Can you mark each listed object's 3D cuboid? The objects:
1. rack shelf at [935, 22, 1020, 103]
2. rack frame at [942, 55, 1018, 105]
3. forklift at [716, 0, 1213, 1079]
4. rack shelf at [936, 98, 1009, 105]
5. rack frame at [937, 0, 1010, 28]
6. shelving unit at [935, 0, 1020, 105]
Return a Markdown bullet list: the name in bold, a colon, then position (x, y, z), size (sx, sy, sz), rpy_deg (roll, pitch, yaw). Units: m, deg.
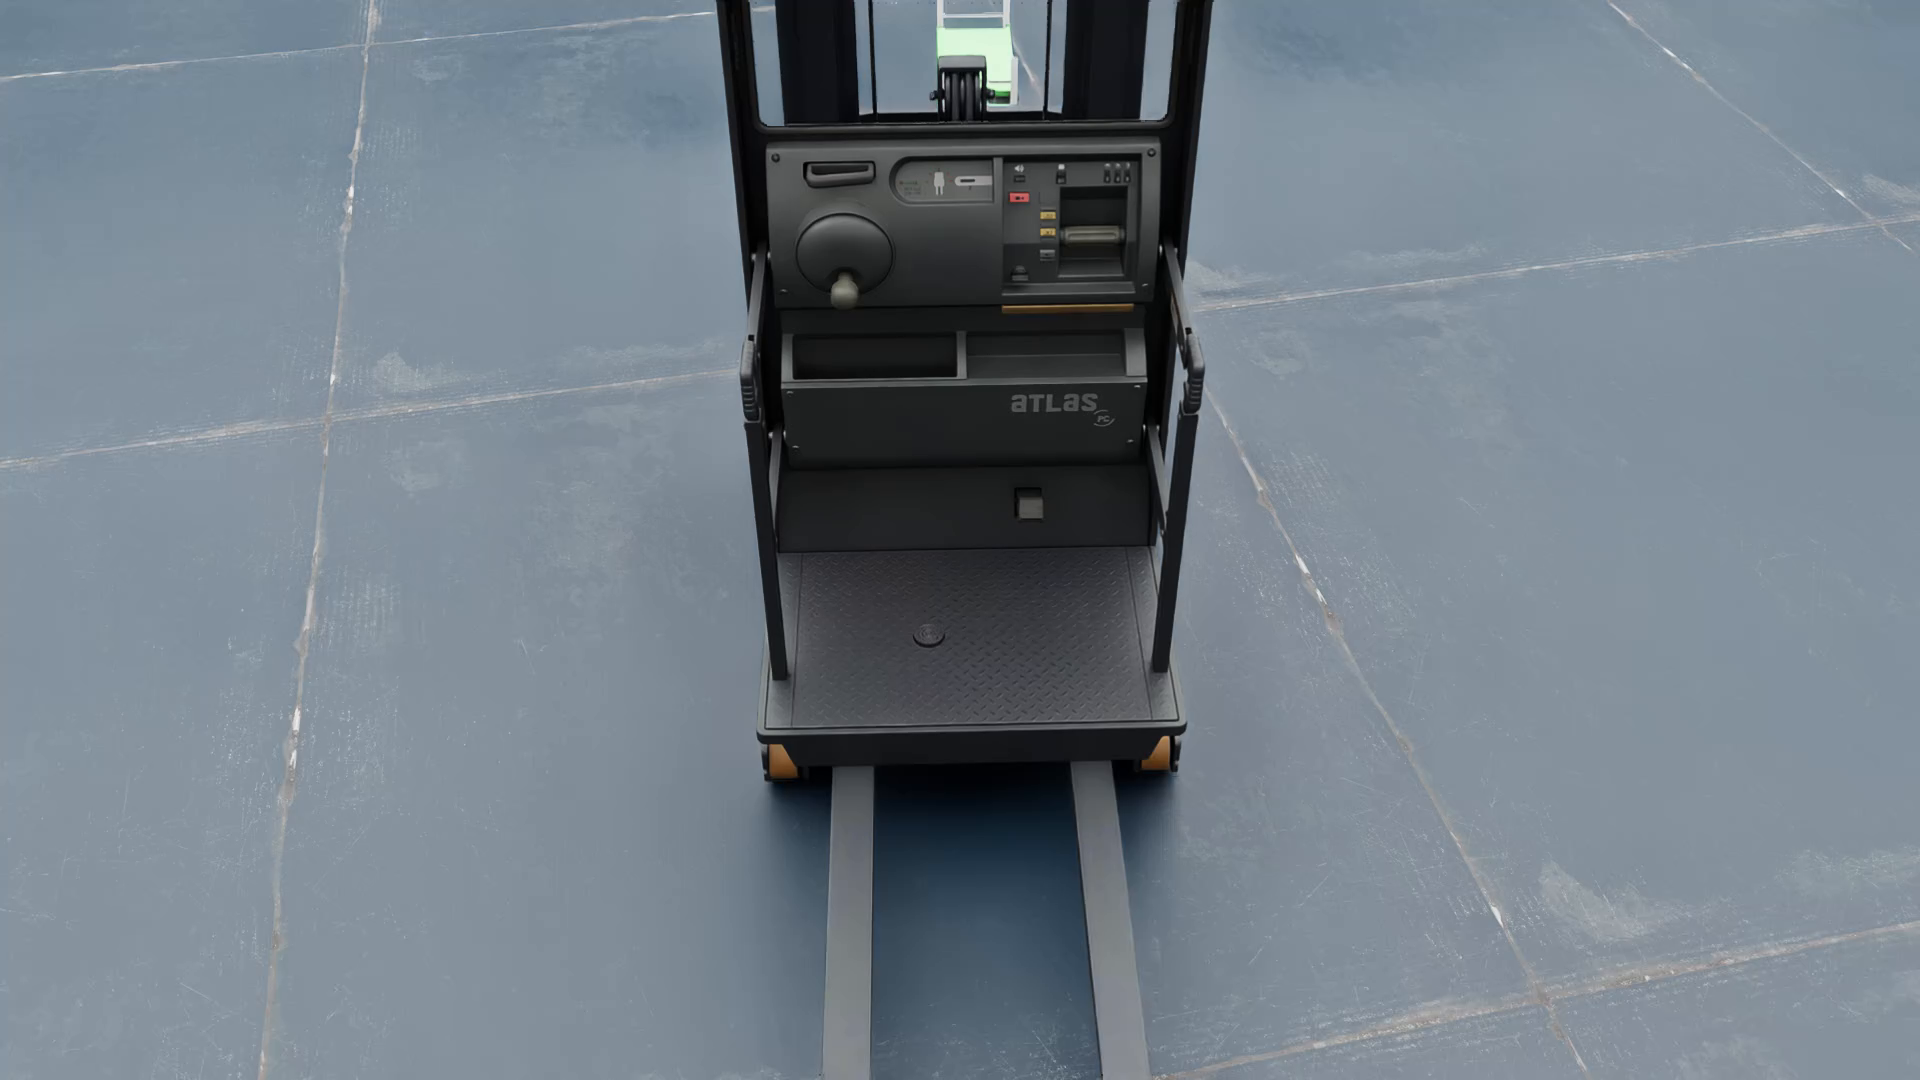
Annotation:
- **rack shelf**: position (0.051, -1.513, 5.424), size (0.258, 0.148, 0.480), rpy_deg (-1, 42, -1)
- **rack frame**: position (0.058, -1.040, 5.518), size (0.240, 1.200, 0.015), rpy_deg (-1, 42, -1)
- **forklift**: position (0.018, -0.667, 3.793), size (1.130, 2.935, 3.031), rpy_deg (-1, 42, -1)
- **rack shelf**: position (0.051, -1.334, 5.583), size (0.258, 0.148, 0.480), rpy_deg (-1, 42, -1)
- **rack frame**: position (0.044, -1.364, 5.883), size (0.240, 1.200, 0.015), rpy_deg (-1, 42, -1)
- **shelving unit**: position (0.051, -1.202, 5.700), size (0.258, 1.200, 0.503), rpy_deg (-1, 42, -1)
